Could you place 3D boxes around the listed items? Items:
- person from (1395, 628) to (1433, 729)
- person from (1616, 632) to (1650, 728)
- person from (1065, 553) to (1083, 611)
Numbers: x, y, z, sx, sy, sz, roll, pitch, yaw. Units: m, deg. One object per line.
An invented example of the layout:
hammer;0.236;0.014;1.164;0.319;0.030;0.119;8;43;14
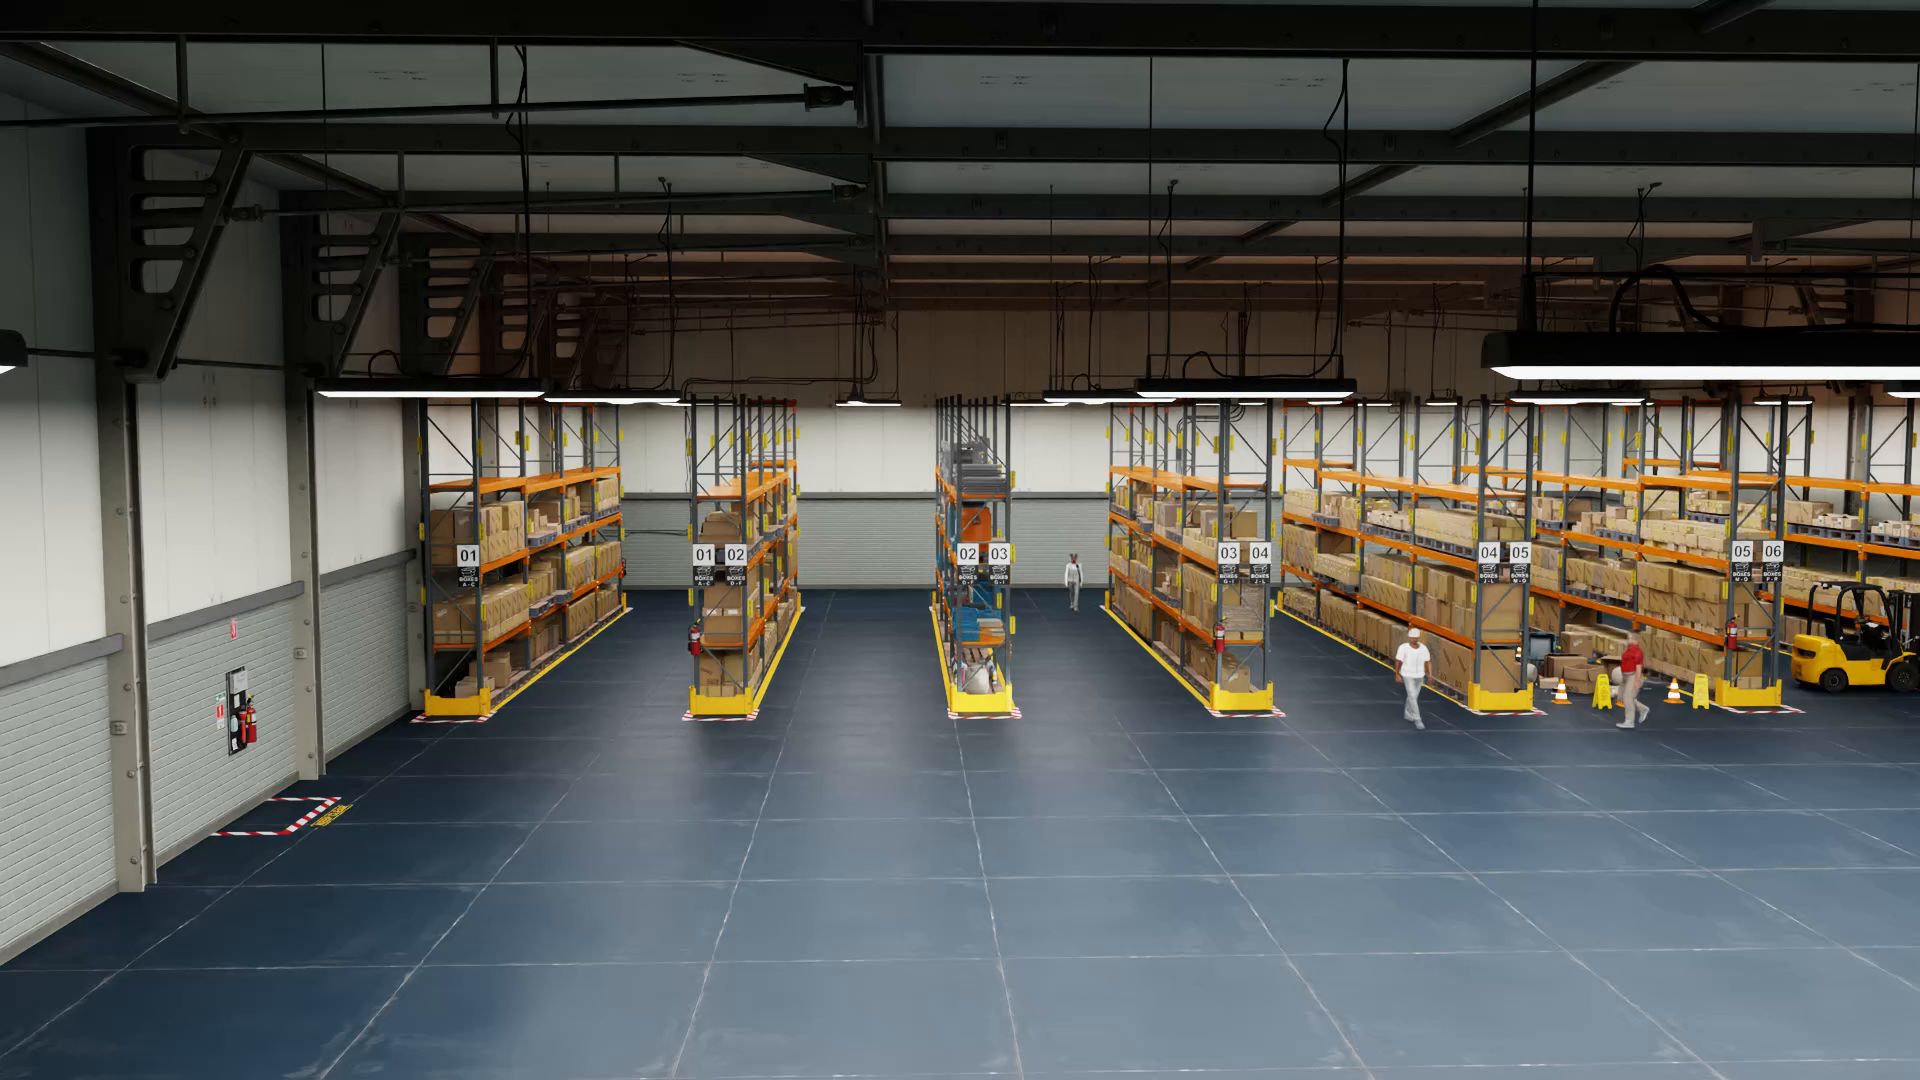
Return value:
person;8.233;2.471;30.080;0.599;1.741;0.888;-1;5;-12
person;12.108;2.502;29.825;0.688;1.702;0.546;0;5;-4
person;3.226;1.177;47.141;0.511;1.604;1.037;1;5;9
